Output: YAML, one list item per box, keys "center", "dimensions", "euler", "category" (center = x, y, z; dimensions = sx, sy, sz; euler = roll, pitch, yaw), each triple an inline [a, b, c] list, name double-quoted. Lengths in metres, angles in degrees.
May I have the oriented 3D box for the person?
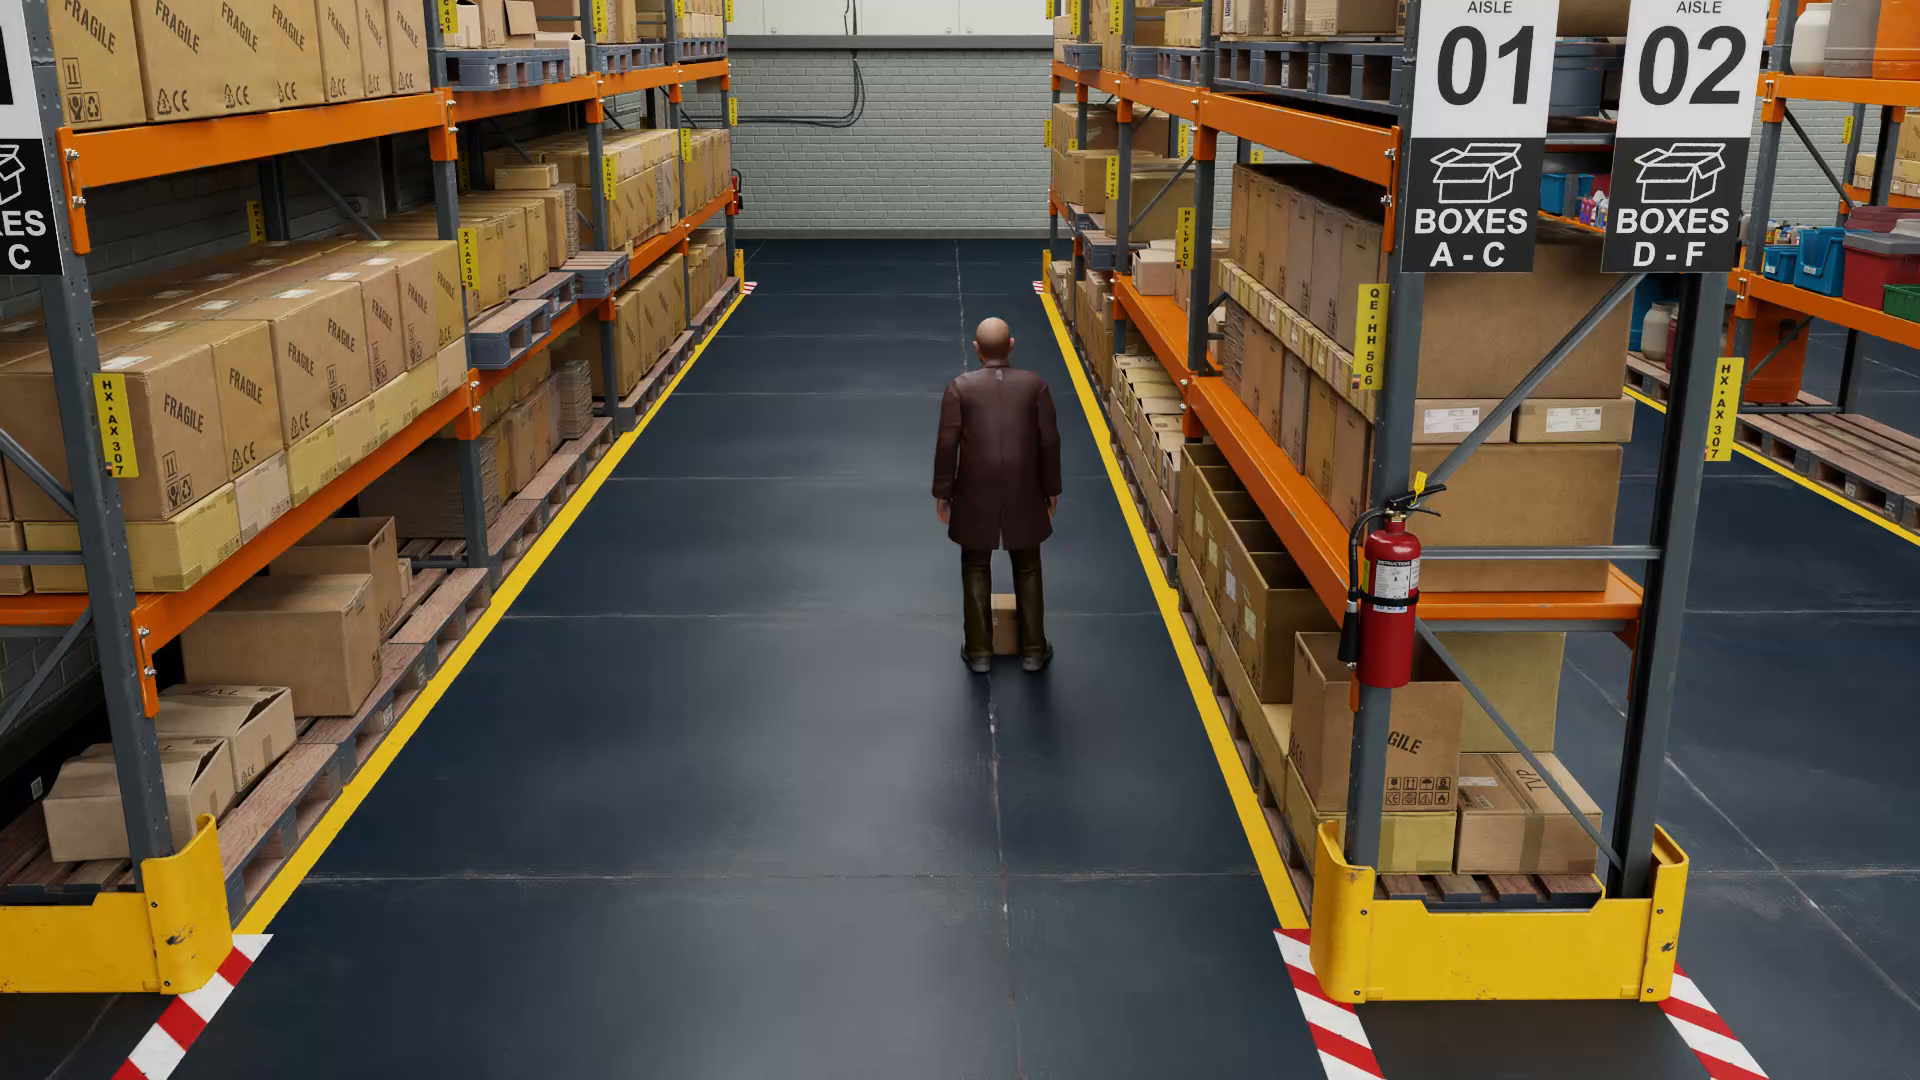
- center: [0.185, -0.219, 8.291]
  dimensions: [0.653, 1.774, 0.422]
  euler: [-1, 17, -3]
  category: "person"
